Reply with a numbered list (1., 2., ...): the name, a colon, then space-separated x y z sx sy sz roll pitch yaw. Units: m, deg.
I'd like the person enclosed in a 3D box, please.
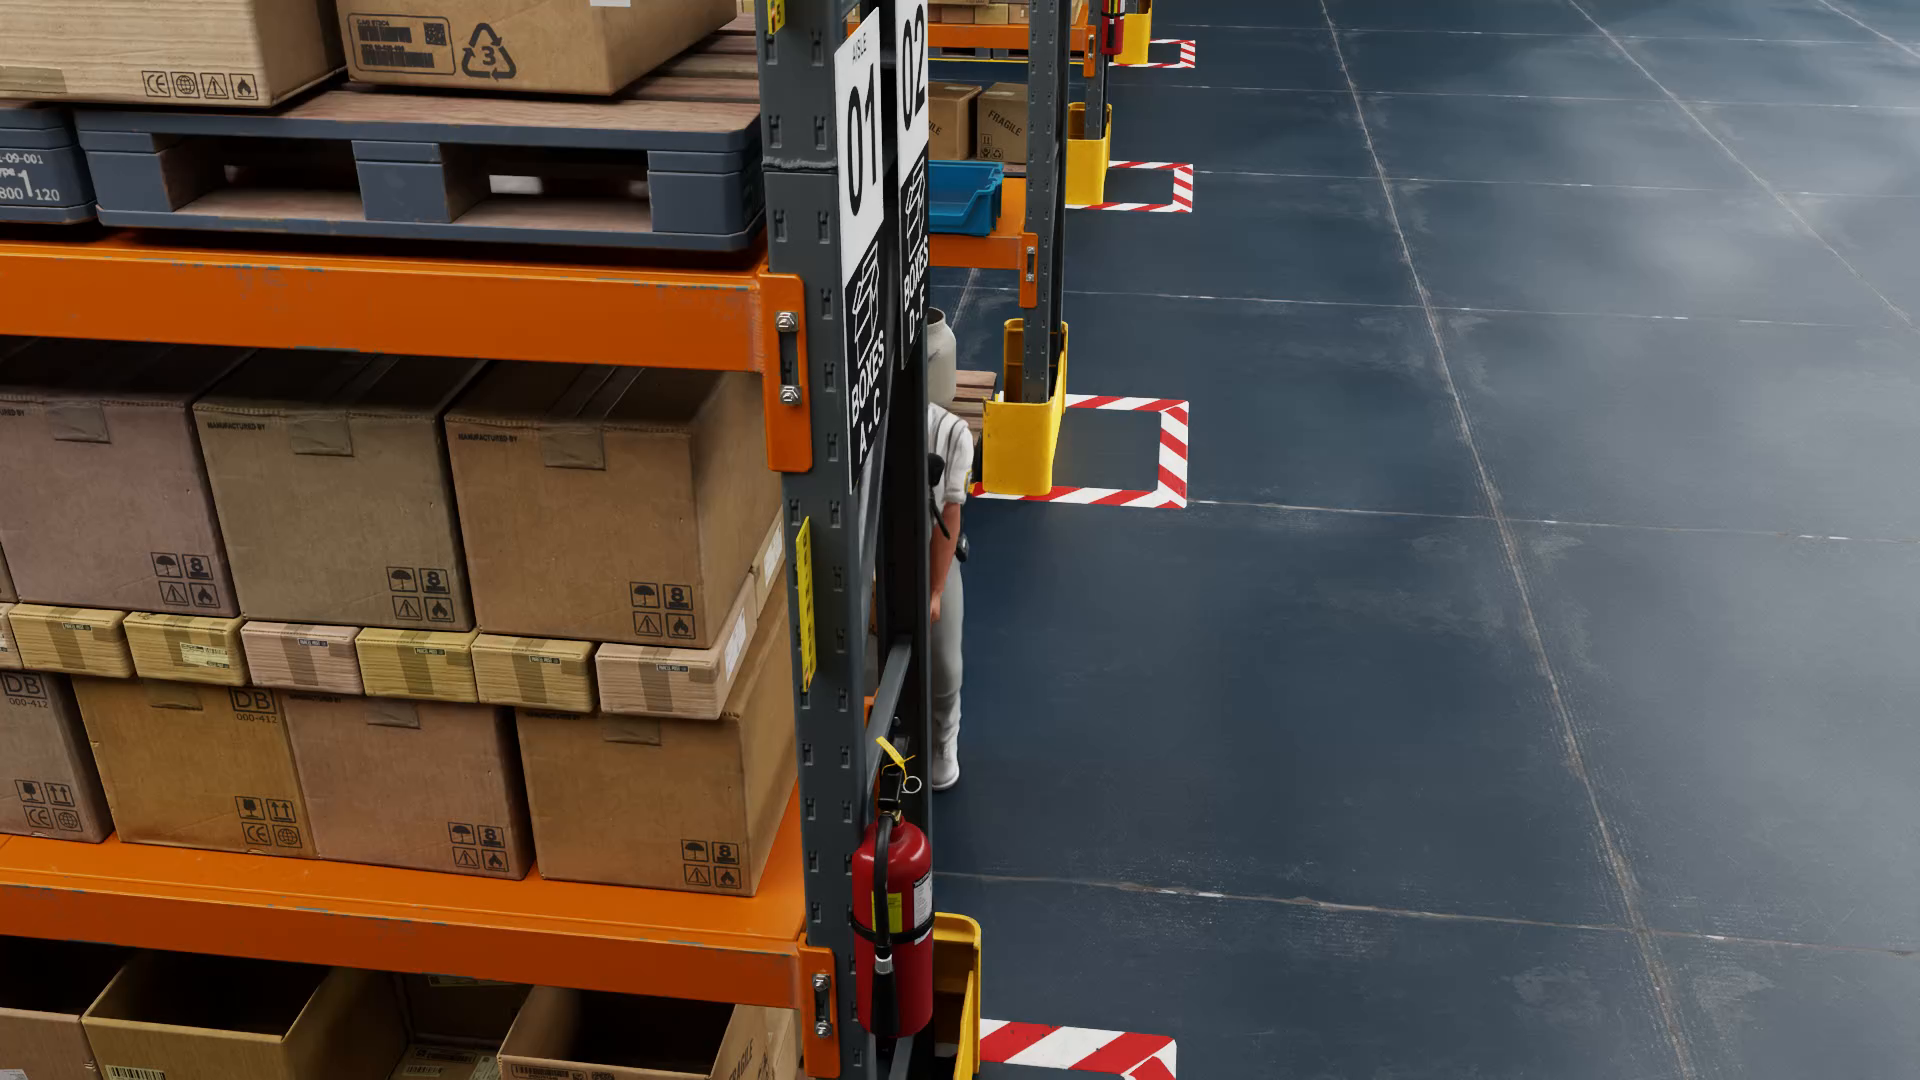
1. person: -0.198 0.116 5.910 0.487 1.750 0.589 3 28 5
